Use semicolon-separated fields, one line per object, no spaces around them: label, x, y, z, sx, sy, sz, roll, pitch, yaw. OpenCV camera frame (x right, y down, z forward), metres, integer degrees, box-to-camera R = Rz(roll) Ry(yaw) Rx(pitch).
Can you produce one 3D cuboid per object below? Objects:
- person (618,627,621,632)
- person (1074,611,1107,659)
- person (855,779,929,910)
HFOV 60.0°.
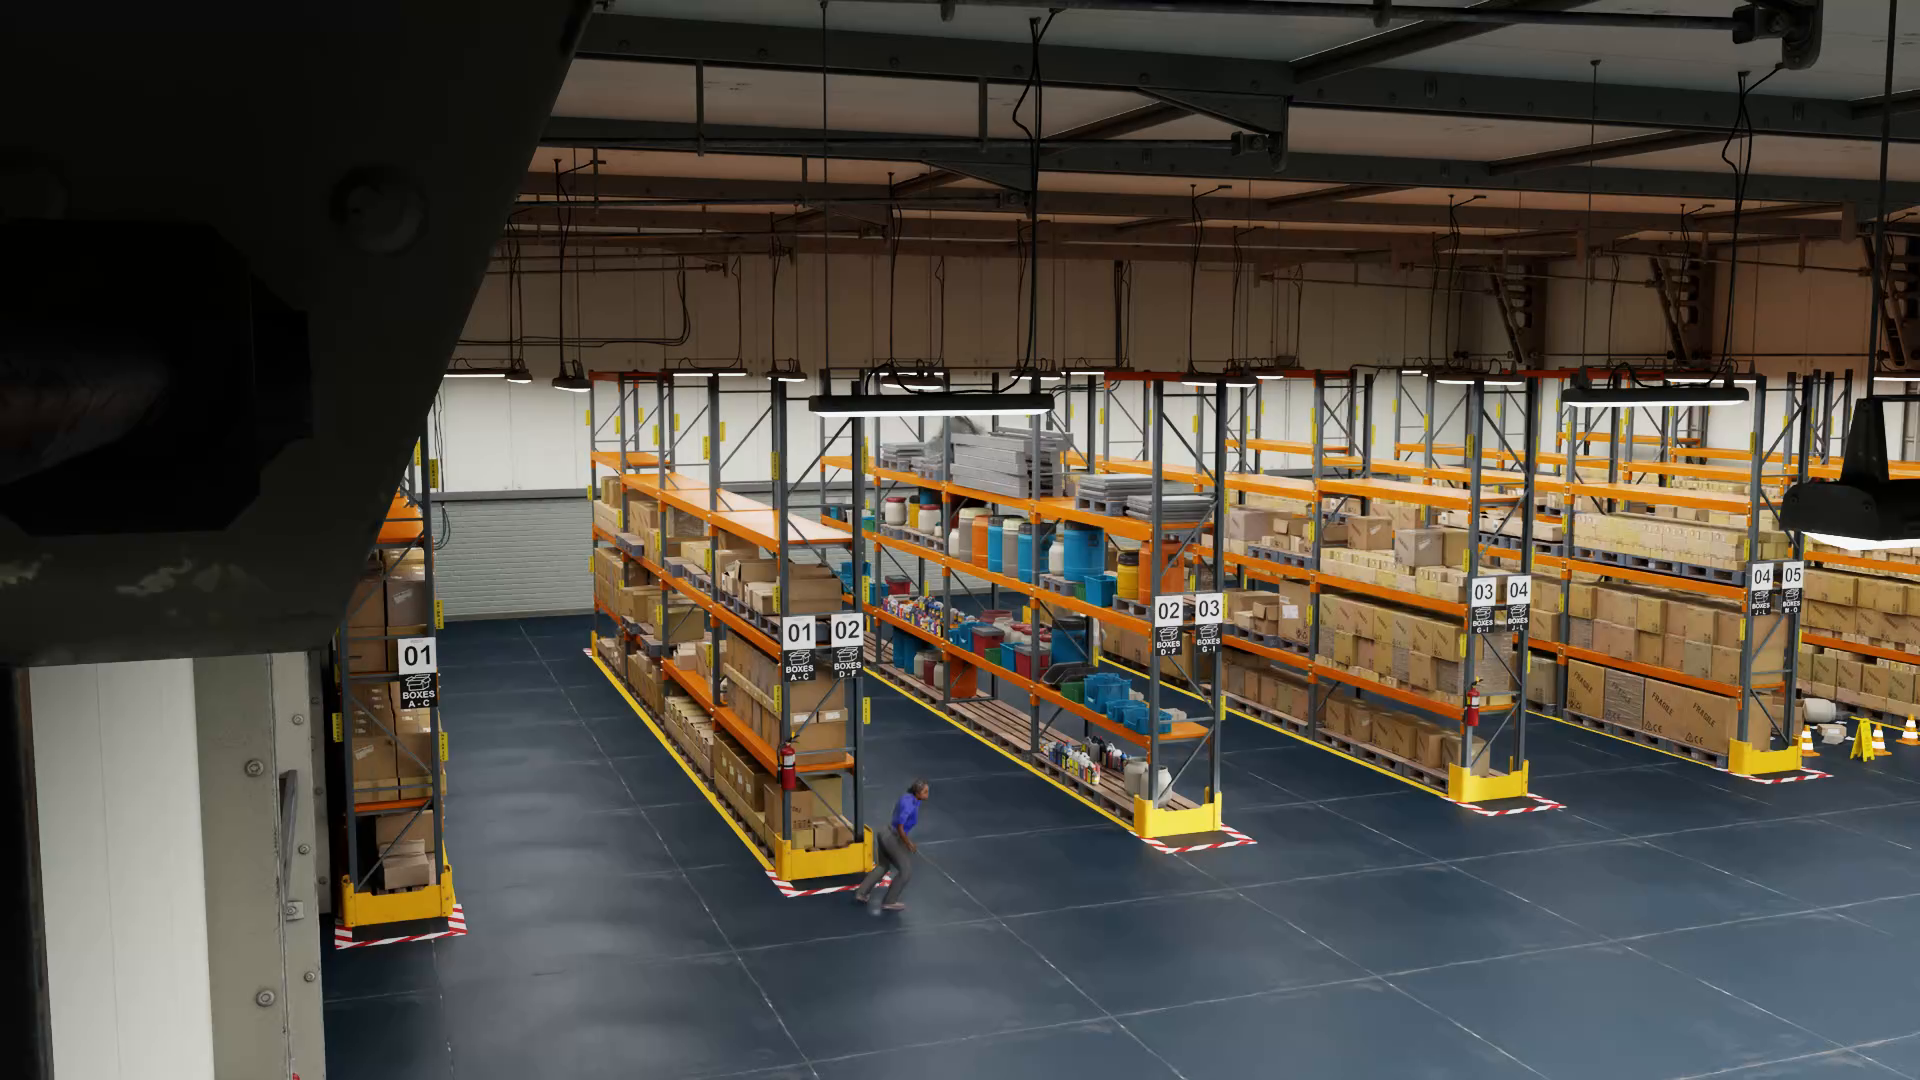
person;-7.182;1.428;36.301;0.628;1.718;0.644;-1;6;-7
person;2.525;1.855;32.460;0.672;1.725;0.633;-2;7;-17
person;-0.787;3.470;19.028;0.816;1.526;0.626;-2;7;-14
